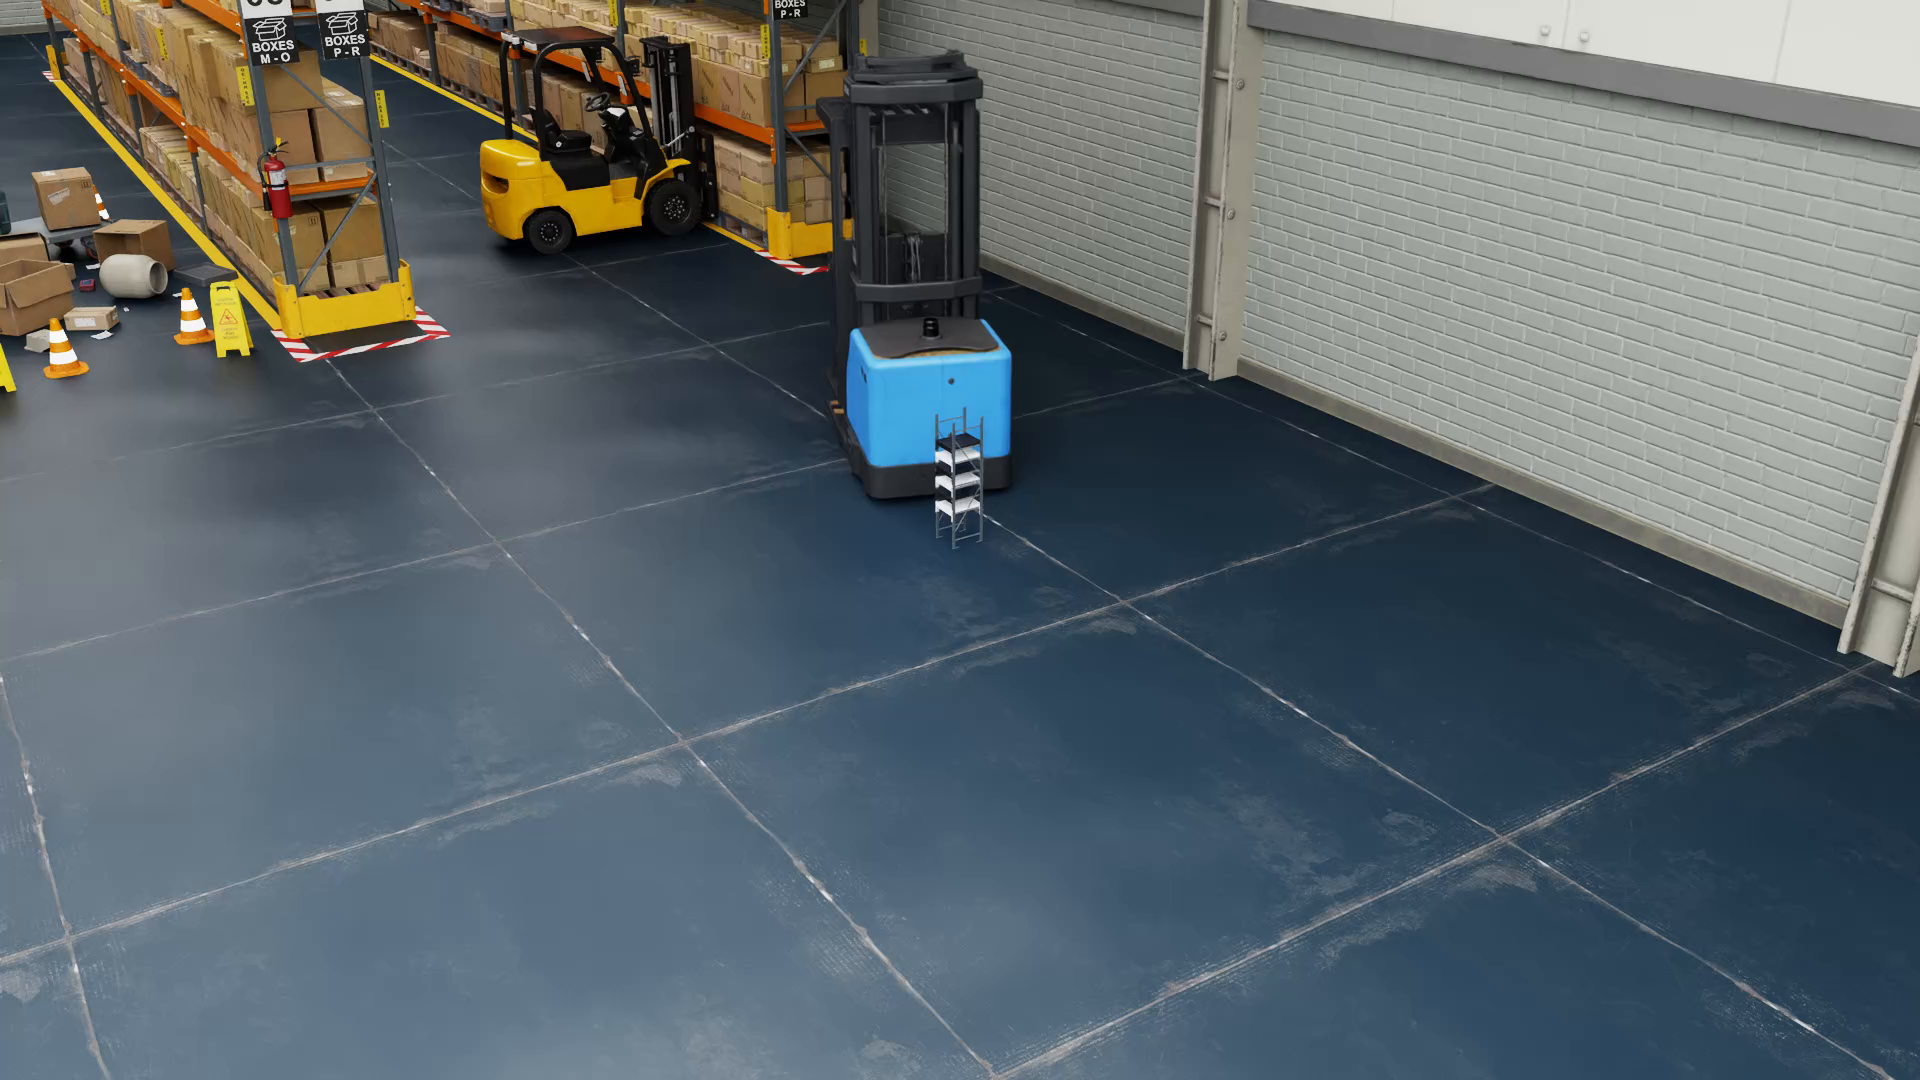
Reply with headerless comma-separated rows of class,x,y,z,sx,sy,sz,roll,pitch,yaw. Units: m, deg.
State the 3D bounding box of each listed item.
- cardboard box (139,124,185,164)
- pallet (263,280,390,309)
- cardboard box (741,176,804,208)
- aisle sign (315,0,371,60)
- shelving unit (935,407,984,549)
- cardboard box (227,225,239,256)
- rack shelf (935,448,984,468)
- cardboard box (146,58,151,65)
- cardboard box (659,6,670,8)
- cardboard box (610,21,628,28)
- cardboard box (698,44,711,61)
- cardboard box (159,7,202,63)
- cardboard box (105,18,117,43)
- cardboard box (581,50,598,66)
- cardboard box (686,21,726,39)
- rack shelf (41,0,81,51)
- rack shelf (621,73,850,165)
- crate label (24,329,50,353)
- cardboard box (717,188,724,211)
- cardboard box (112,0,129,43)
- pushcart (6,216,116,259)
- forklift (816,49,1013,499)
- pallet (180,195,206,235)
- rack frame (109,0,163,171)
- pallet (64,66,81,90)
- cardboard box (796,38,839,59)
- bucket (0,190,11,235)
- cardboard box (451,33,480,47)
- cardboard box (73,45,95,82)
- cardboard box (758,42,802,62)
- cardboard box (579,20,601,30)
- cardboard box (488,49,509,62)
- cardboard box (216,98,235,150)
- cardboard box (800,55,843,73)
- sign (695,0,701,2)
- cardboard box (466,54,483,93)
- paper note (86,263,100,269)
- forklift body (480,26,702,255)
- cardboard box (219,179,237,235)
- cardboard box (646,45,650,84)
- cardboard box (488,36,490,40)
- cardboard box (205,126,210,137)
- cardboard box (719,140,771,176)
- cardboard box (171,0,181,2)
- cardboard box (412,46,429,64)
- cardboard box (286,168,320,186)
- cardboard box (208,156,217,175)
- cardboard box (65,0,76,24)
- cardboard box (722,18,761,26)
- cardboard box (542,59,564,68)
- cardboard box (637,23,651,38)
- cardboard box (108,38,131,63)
cardboard box,-9.713,-5.002,20.918,0.950,0.372,0.625,-18,31,-33
pallet,-6.102,-2.408,16.104,1.003,0.211,1.213,-16,29,-30
cardboard box,-2.017,-3.775,17.876,0.500,0.250,0.500,-16,30,-30
aisle sign,-5.353,-4.569,14.369,0.394,0.787,0.004,-16,29,-30
shelving unit,-0.004,-0.410,11.064,0.258,0.900,0.210,-16,29,-30
cardboard box,-7.141,-3.069,16.966,0.500,0.250,0.500,-16,30,-30
rack shelf,-0.004,-0.542,11.001,0.258,0.077,0.200,-16,29,-30
cardboard box,-9.425,-5.733,19.682,0.380,0.149,0.250,-14,29,-27
cardboard box,-3.788,-6.554,20.744,0.380,0.149,0.250,-17,30,-31
cardboard box,-4.045,-6.341,20.291,0.380,0.149,0.250,-14,29,-28
cardboard box,-2.634,-5.352,18.196,0.380,0.149,0.250,-15,29,-29
cardboard box,-7.771,-5.198,17.110,0.700,0.500,0.500,-16,30,-30
cardboard box,-10.491,-6.477,21.046,0.500,0.250,0.500,-16,29,-30
cardboard box,-4.446,-6.162,20.965,0.500,0.250,0.500,-16,29,-30
cardboard box,-2.827,-5.695,18.574,0.380,0.149,0.250,-15,29,-29
rack shelf,-13.289,-8.025,25.579,1.077,0.370,4.000,-16,29,-30
rack shelf,-2.581,-4.891,18.940,1.077,0.370,4.000,-16,29,-30
crate label,-8.187,-1.788,14.878,0.298,0.136,0.250,12,28,24
cardboard box,-2.540,-3.903,18.734,0.500,0.250,0.500,-15,29,-29
cardboard box,-9.962,-6.359,20.250,0.500,0.500,0.500,-16,30,-31
pushcart,-9.713,-3.039,17.245,0.936,0.377,1.648,18,31,33
forklift,-0.450,-2.222,12.523,1.130,2.935,3.031,-6,26,-12
pallet,-8.256,-3.791,19.033,1.003,0.211,1.213,-16,29,-30
rack frame,-10.013,-6.205,20.880,1.000,3.000,0.127,-16,29,-30
pallet,-13.879,-7.537,26.969,1.003,0.211,1.213,-16,29,-30
cardboard box,-1.494,-5.144,17.408,0.380,0.149,0.250,-16,30,-31
bucket,-9.916,-3.280,16.738,0.726,0.611,0.620,-6,16,-12
cardboard box,-7.702,-7.786,25.905,0.380,0.149,0.250,-17,30,-32
cardboard box,-13.430,-7.559,26.258,0.875,0.438,0.875,-15,29,-28
cardboard box,-1.861,-5.053,17.215,0.380,0.149,0.250,-15,29,-29
cardboard box,-4.442,-6.389,20.859,0.500,0.250,0.500,-16,30,-31
cardboard box,-6.726,-7.133,24.523,0.380,0.149,0.250,-15,29,-28
cardboard box,-6.713,-4.013,15.771,0.500,0.500,0.500,-16,29,-30
cardboard box,-1.457,-5.022,17.497,0.380,0.149,0.250,-16,30,-31
sign,-3.209,-6.489,20.375,0.100,0.325,0.005,-16,29,-30
cardboard box,-7.119,-7.073,25.155,0.500,0.500,0.500,-17,30,-31
paper note,-8.970,-2.844,17.239,0.148,0.019,0.142,-16,29,-30
forklift body,-4.053,-4.371,17.989,2.313,2.155,1.214,-16,29,-30
cardboard box,-7.150,-3.411,16.812,0.500,0.500,0.500,-14,29,-27
cardboard box,-3.351,-5.575,19.429,0.500,0.500,0.500,-15,29,-29
cardboard box,-7.148,-7.819,25.975,0.380,0.149,0.250,-17,30,-32
cardboard box,-7.469,-4.210,16.949,0.380,0.149,0.250,-15,29,-28
cardboard box,-2.286,-4.173,18.134,0.500,0.250,0.500,-15,29,-29
cardboard box,-9.241,-6.294,20.112,0.500,0.500,0.500,-16,30,-30
cardboard box,-8.785,-8.005,27.405,0.396,0.266,0.258,-14,29,-28
cardboard box,-6.030,-3.314,15.050,0.380,0.149,0.250,-14,29,-28
cardboard box,-7.434,-3.837,16.955,0.380,0.149,0.250,-14,29,-28
cardboard box,-12.664,-7.787,24.114,0.500,0.500,0.500,-15,29,-29
cardboard box,-2.461,-5.798,18.793,0.380,0.149,0.250,-15,29,-28
cardboard box,-5.880,-6.975,24.187,0.380,0.149,0.250,-14,29,-27
cardboard box,-3.577,-6.003,19.575,0.380,0.149,0.250,-15,29,-28
cardboard box,-10.507,-6.257,21.167,0.500,0.250,0.500,-17,30,-31
